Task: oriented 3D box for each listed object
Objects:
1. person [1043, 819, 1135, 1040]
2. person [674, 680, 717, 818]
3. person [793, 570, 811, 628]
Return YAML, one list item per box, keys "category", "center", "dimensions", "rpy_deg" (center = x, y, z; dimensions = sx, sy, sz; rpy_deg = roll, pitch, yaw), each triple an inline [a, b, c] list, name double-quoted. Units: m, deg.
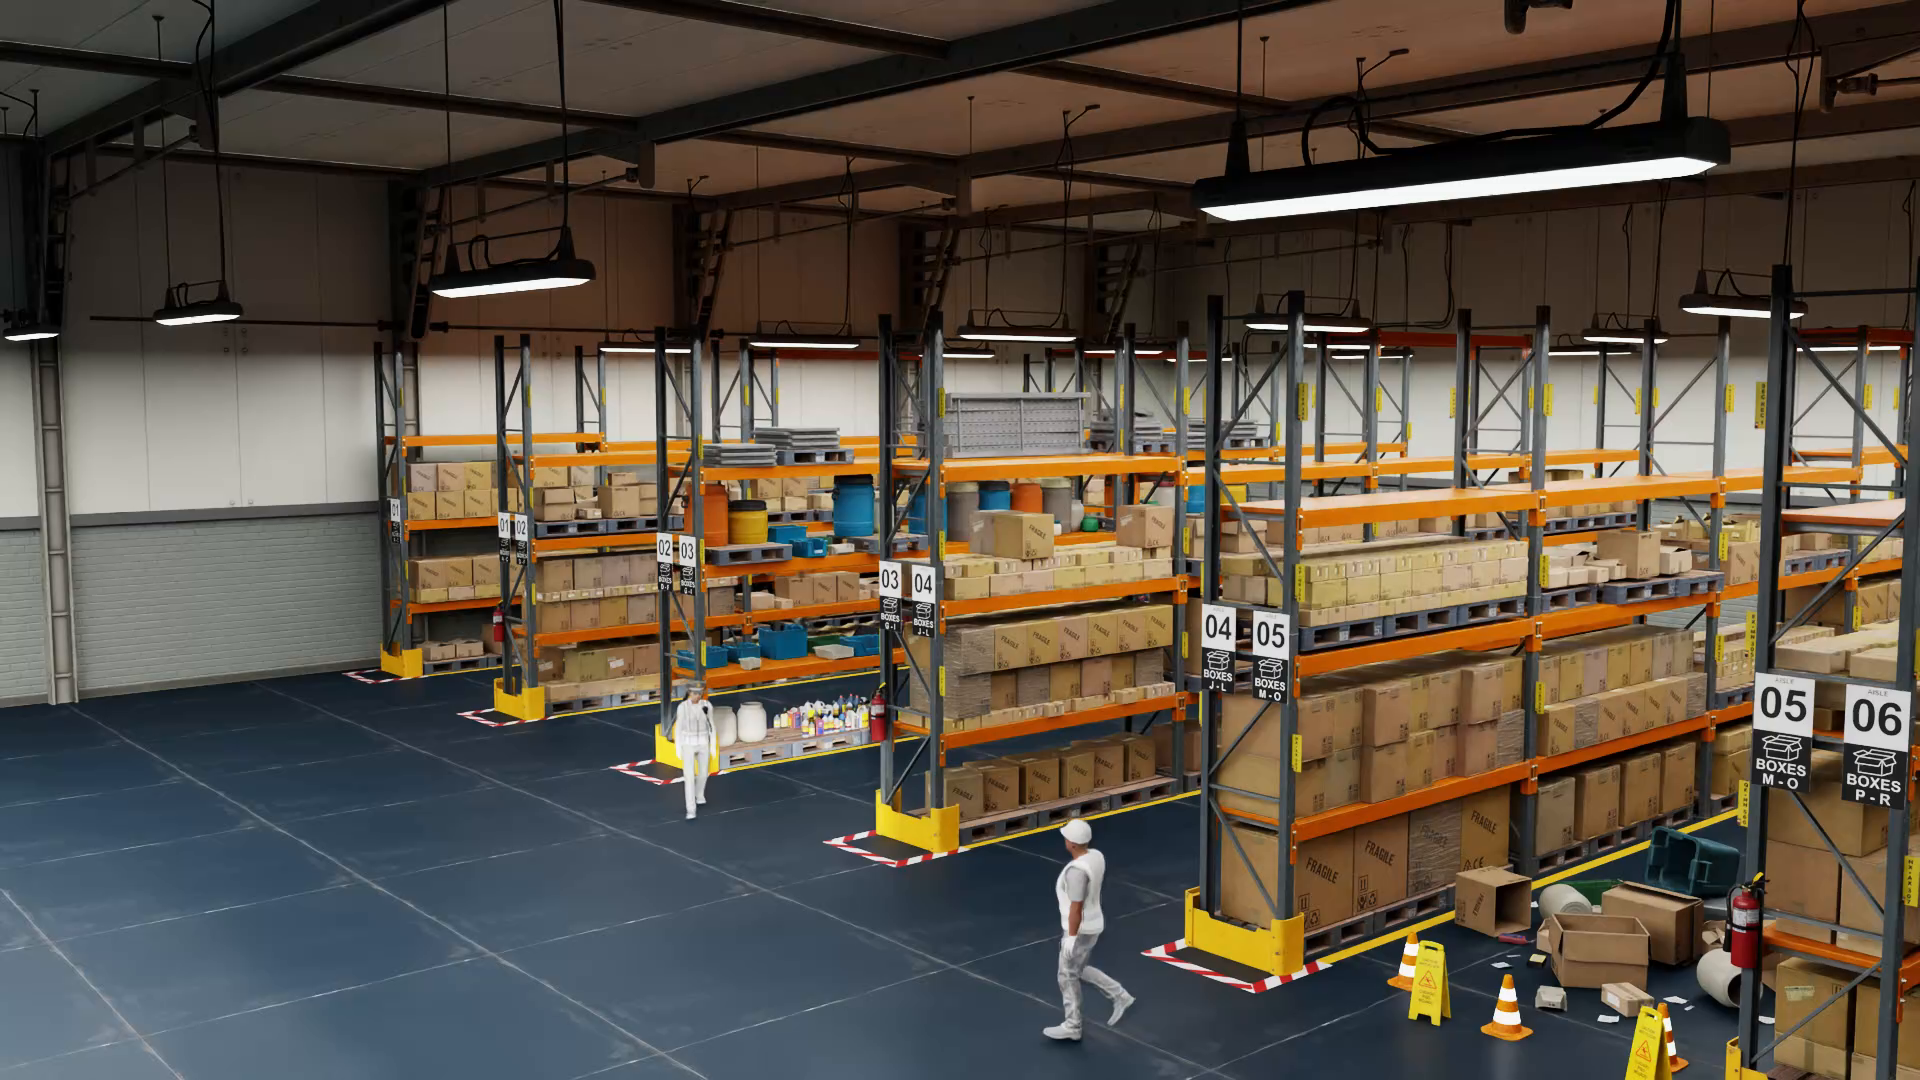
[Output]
- category: "person"
  center: [1.024, 3.073, 13.145]
  dimensions: [0.722, 1.771, 0.550]
  rpy_deg: [1, 5, 7]
- category: "person"
  center: [-3.223, 2.507, 20.286]
  dimensions: [0.487, 1.628, 0.862]
  rpy_deg: [-3, 6, -26]
- category: "person"
  center: [-3.176, 1.275, 33.106]
  dimensions: [0.502, 1.733, 1.017]
  rpy_deg: [4, 7, 40]
